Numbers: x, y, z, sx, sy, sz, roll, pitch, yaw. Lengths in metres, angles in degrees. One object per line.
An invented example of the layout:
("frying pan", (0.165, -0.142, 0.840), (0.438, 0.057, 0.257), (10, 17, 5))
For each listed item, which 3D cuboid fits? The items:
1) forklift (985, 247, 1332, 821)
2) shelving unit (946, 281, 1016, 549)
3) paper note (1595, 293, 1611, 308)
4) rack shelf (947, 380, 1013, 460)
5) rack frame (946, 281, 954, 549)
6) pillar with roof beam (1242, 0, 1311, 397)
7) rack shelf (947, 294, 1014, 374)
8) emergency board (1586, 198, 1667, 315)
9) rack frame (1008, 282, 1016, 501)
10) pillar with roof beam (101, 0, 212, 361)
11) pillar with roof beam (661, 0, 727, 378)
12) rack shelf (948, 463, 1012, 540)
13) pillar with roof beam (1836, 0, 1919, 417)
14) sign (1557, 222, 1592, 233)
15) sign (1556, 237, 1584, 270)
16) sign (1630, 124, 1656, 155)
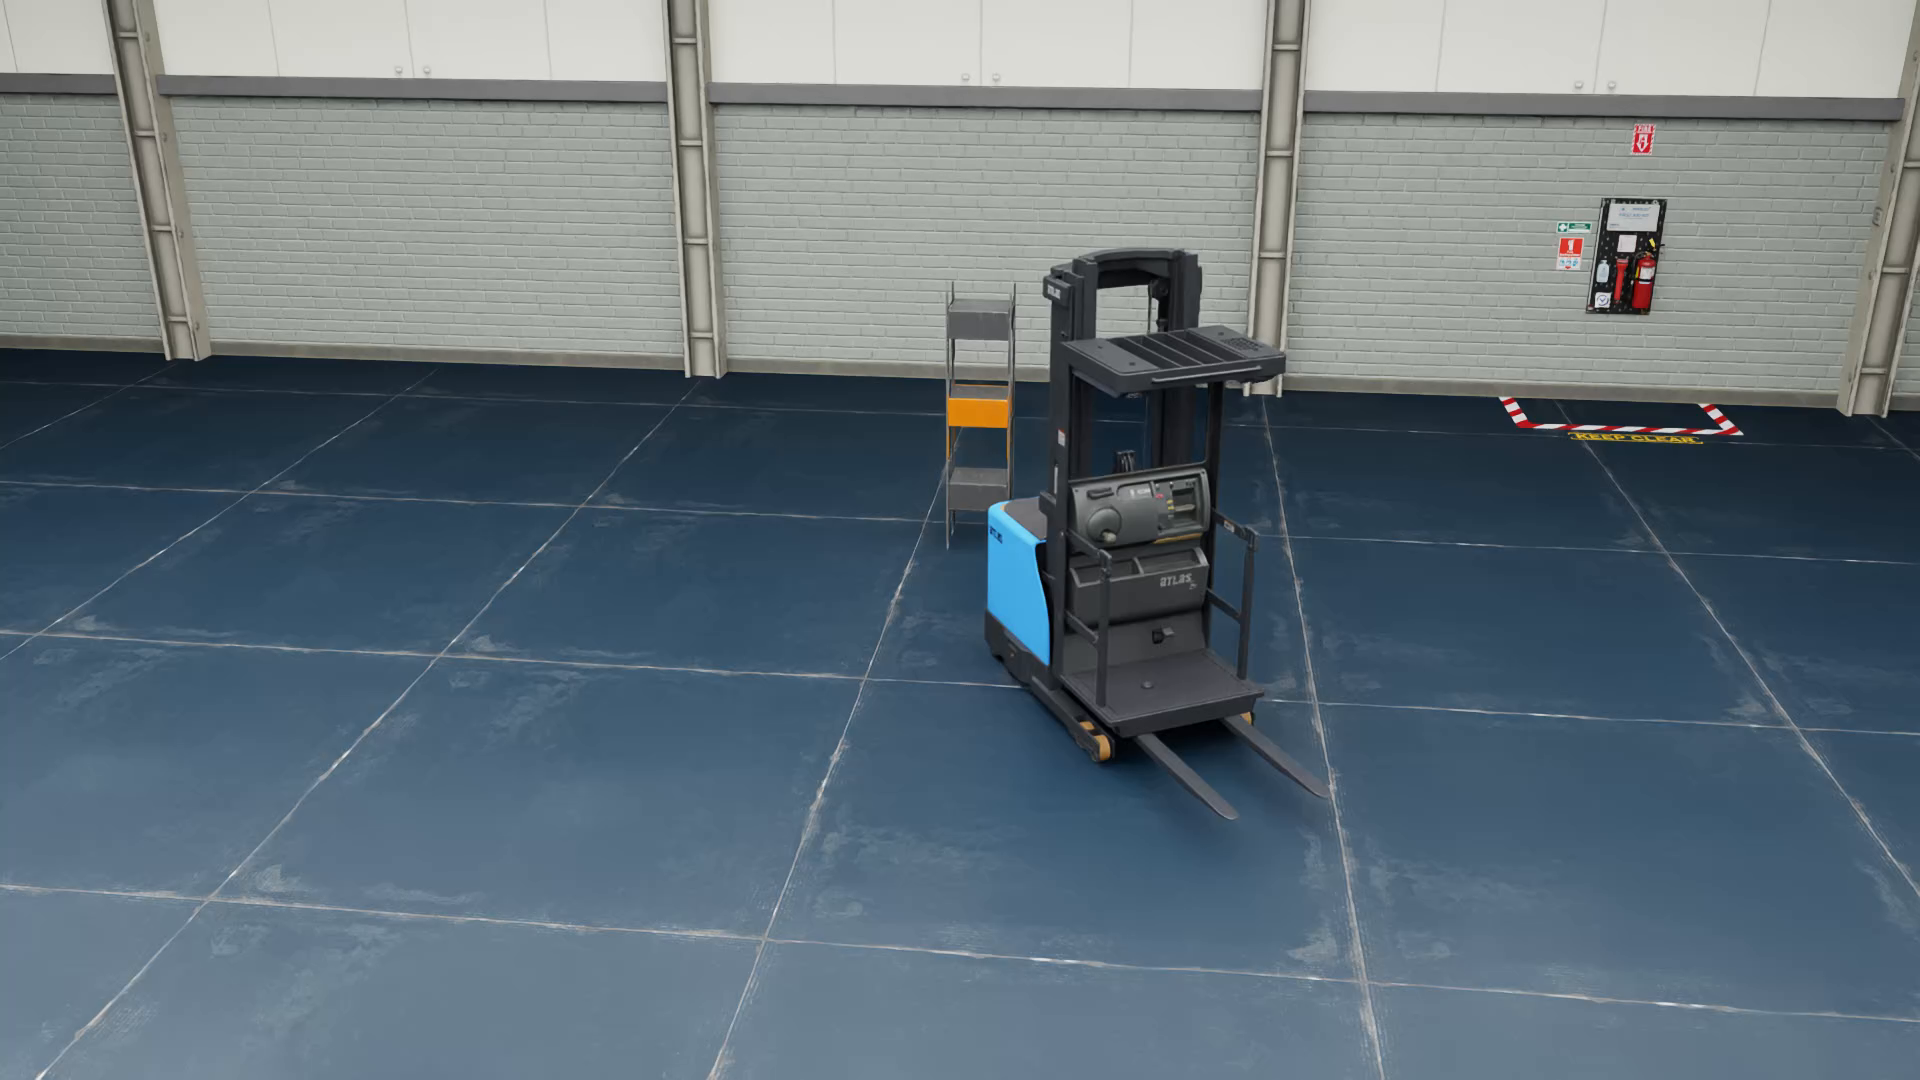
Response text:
("forklift", (1.207, -0.183, 10.075), (1.130, 2.935, 3.031), (-9, 23, -21))
("shelving unit", (0.164, -0.969, 13.195), (0.503, 2.100, 0.431), (2, 22, 6))
("paper note", (6.525, -2.436, 16.878), (0.142, 0.148, 0.016), (2, 22, 6))
("rack shelf", (0.164, -0.957, 13.200), (0.480, 0.518, 0.431), (2, 22, 6))
("rack frame", (-0.078, -0.980, 13.222), (0.015, 2.100, 0.400), (2, 22, 6))
("pillar with roof beam", (2.678, -4.169, 11.906), (0.400, 9.000, 9.100), (2, 22, 6))
("rack shelf", (0.164, -1.608, 12.943), (0.480, 0.518, 0.431), (2, 22, 6))
("emergency board", (6.693, -2.812, 16.633), (0.643, 1.169, 0.194), (2, 22, 6))
("rack frame", (0.407, -0.959, 13.169), (0.015, 2.100, 0.400), (2, 22, 6))
("pillar with roof beam", (-9.239, -4.688, 13.219), (0.400, 9.000, 9.100), (2, 22, 6))
("pillar with roof beam", (-3.281, -4.429, 12.562), (0.400, 9.000, 9.100), (2, 22, 6))
("rack shelf", (0.164, -0.306, 13.458), (0.480, 0.518, 0.431), (2, 22, 6))
("pillar with roof beam", (8.636, -3.910, 11.249), (0.400, 9.000, 9.100), (2, 22, 6))
("sign", (6.159, -3.134, 16.676), (0.331, 0.109, 0.001), (2, 22, 6))
("sign", (6.156, -2.891, 16.782), (0.234, 0.329, 0.001), (2, 22, 6))
("sign", (6.697, -3.927, 16.300), (0.199, 0.298, 0.001), (2, 22, 6))
